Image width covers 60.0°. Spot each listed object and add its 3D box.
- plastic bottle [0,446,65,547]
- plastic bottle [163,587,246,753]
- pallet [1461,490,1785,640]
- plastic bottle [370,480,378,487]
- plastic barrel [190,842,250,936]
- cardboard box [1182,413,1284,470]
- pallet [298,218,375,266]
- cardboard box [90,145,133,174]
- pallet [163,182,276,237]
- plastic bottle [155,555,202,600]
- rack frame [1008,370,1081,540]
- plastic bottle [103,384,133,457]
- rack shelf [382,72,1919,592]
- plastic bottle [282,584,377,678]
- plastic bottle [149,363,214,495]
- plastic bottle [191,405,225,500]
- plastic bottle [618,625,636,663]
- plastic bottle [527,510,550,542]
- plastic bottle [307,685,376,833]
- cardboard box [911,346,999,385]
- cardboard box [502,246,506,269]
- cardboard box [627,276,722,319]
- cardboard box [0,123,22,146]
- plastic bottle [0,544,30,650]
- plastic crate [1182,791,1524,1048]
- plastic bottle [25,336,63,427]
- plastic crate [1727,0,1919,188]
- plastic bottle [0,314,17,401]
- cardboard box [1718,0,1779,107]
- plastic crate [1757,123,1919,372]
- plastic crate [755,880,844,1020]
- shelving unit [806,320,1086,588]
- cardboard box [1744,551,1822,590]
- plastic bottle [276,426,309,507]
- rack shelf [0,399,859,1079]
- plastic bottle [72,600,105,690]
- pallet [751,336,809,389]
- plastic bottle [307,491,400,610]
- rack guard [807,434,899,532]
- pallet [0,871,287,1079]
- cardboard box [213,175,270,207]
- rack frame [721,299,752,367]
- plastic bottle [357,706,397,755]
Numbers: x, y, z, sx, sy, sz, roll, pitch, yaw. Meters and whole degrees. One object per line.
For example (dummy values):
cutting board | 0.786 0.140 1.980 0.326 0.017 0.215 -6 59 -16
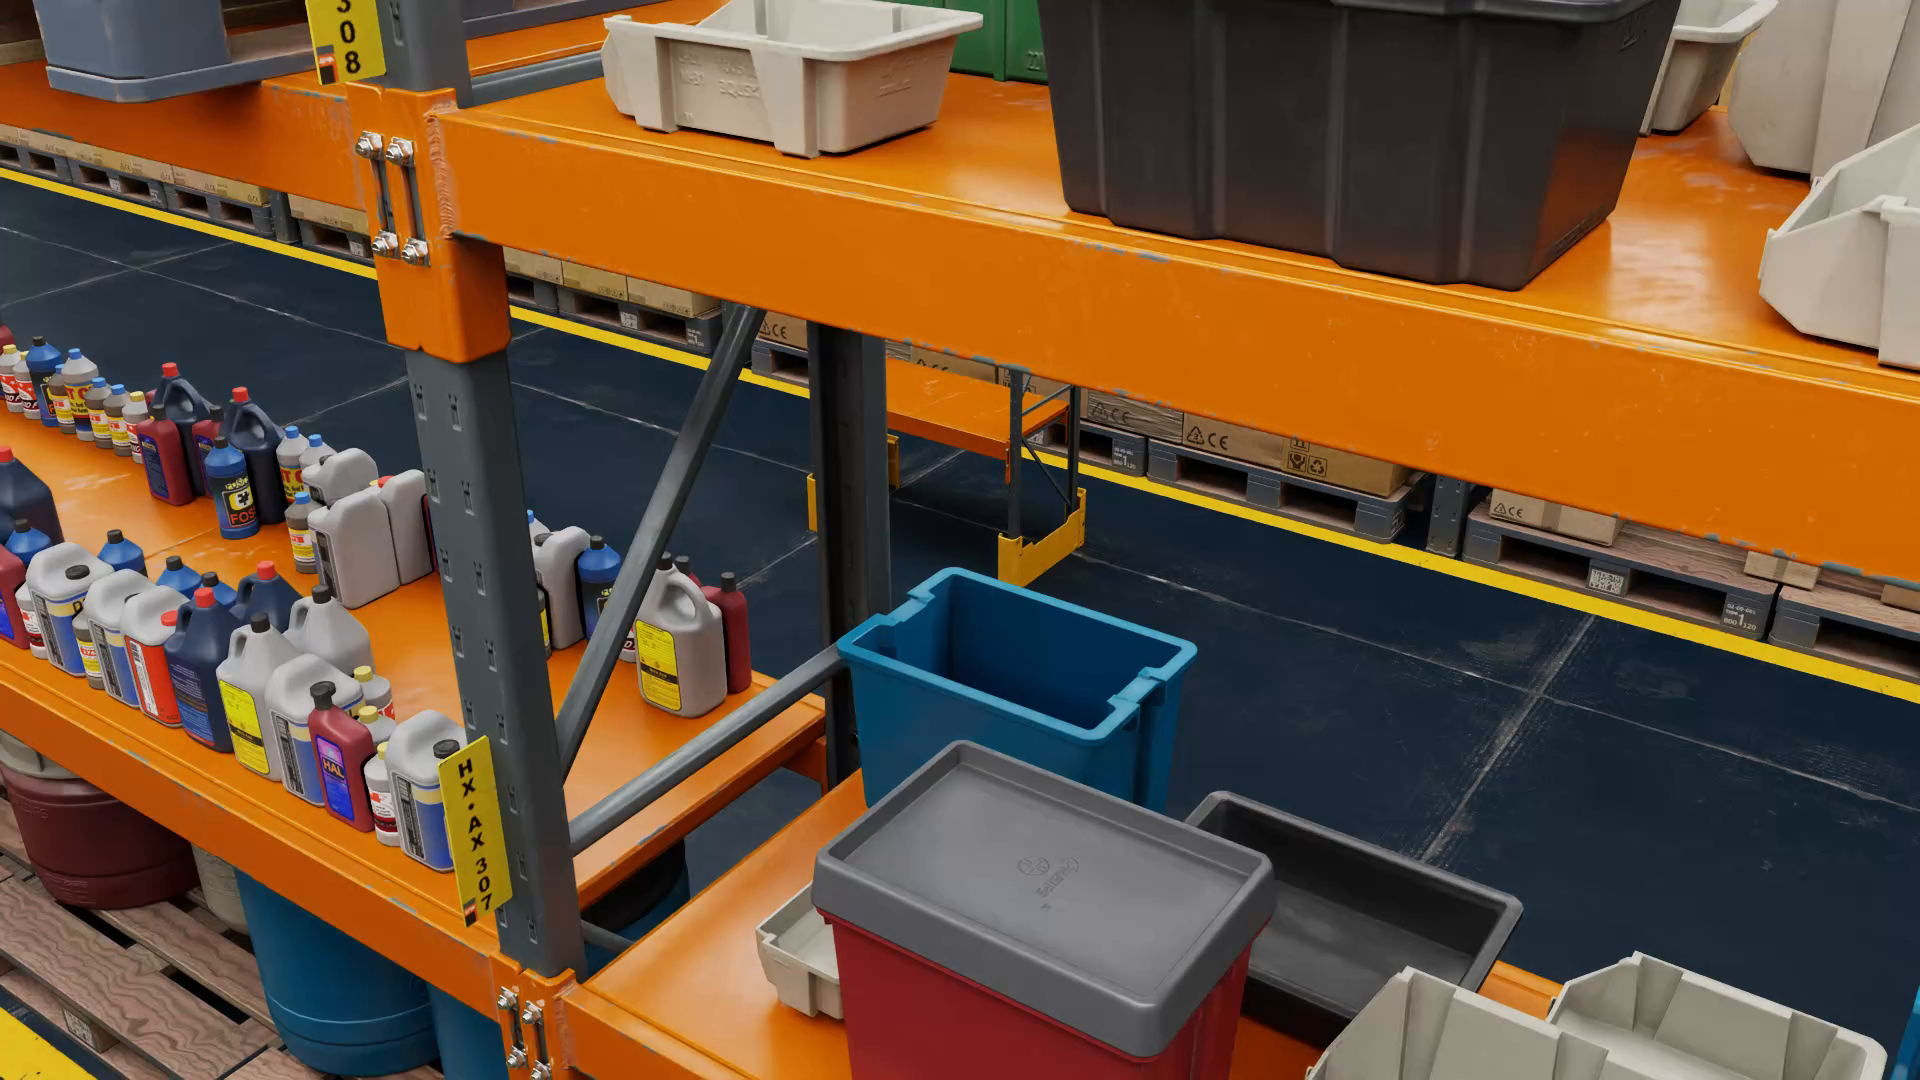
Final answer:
plastic bottle | -2.349 -0.072 4.138 0.185 0.351 0.144 17 32 30
plastic bottle | -1.568 0.255 3.496 0.185 0.351 0.144 17 32 30
pallet | 2.900 -0.037 7.090 1.213 0.211 1.003 17 32 30
plastic bottle | -1.482 -0.056 4.272 0.097 0.201 0.097 0 27 0
plastic barrel | -1.910 0.810 4.632 0.421 0.512 0.421 0 27 0
cardboard box | 1.363 -0.688 7.566 0.500 0.500 0.500 17 32 30
pallet | -3.631 -2.094 11.131 1.213 0.211 1.003 17 32 30
cardboard box | -6.005 -2.893 12.196 0.500 0.250 0.500 17 32 30
pallet | -4.892 -2.488 11.906 1.213 0.211 1.003 17 32 30
plastic bottle | -1.753 0.162 3.766 0.097 0.271 0.097 0 27 0
rack frame | 0.349 -0.560 6.696 0.032 1.500 0.500 17 32 30
plastic bottle | -2.439 -0.354 4.858 0.097 0.201 0.097 0 27 0
rack shelf | 1.175 -0.108 1.642 4.000 0.370 1.077 17 32 30
plastic bottle | -1.334 0.249 3.508 0.185 0.351 0.144 17 32 30
plastic bottle | -2.146 -0.317 4.619 0.185 0.351 0.144 17 32 30
plastic bottle | -2.025 -0.238 4.540 0.133 0.283 0.061 17 32 30
plastic bottle | -0.749 0.172 3.824 0.097 0.201 0.097 0 27 0
plastic bottle | -1.021 0.056 3.974 0.097 0.271 0.097 0 27 0
plastic bottle | -1.198 0.424 3.239 0.133 0.283 0.061 17 32 30
cardboard box | 0.096 -1.079 8.334 0.500 0.500 0.500 17 31 30
cardboard box | -2.800 -1.882 10.209 0.500 0.250 0.500 18 32 31
cardboard box | -1.535 -1.489 9.438 0.500 0.250 0.500 18 32 31
cardboard box | -7.241 -3.279 12.954 0.500 0.250 0.500 17 32 30
plastic bottle | -2.216 0.106 3.863 0.133 0.283 0.061 17 32 30
plastic crate | 0.602 0.677 2.849 0.590 0.125 0.437 17 32 30
plastic bottle | -2.760 -0.485 5.038 0.097 0.271 0.097 0 27 0
plastic crate | 1.172 -0.547 1.841 0.530 0.282 0.437 17 32 30
plastic bottle | -3.005 -0.577 5.206 0.133 0.283 0.061 17 32 30
cardboard box | 2.989 -1.588 5.851 0.500 0.500 0.500 16 31 29
plastic crate | 0.980 -0.236 1.389 0.530 0.136 0.437 17 32 30
plastic crate | -0.170 0.658 2.874 0.243 0.136 0.396 17 32 30
shelving unit | -0.063 -0.688 6.948 1.083 1.500 0.587 17 32 30
cardboard box | 3.277 0.017 6.548 0.250 0.166 0.380 17 32 30
plastic bottle | -1.754 -0.172 4.423 0.097 0.271 0.097 0 27 0
rack shelf | -2.122 0.201 4.340 4.000 0.370 1.077 17 32 30
plastic bottle | -1.920 0.225 3.720 0.097 0.201 0.097 0 27 0
pallet | -0.369 -1.035 9.051 1.213 0.211 1.003 17 32 30
plastic bottle | -1.488 0.007 4.065 0.135 0.276 0.152 17 32 30
rack guard | -0.473 -0.259 7.483 0.087 0.250 0.587 17 32 30
pallet | -2.095 1.110 4.835 1.213 0.211 1.003 17 32 30
cardboard box | -4.766 -2.510 11.443 0.500 0.250 0.500 17 32 30
rack frame | -0.963 -2.484 8.823 0.127 3.000 1.000 17 32 30
plastic bottle | -1.168 0.426 3.325 0.097 0.201 0.097 0 27 0
